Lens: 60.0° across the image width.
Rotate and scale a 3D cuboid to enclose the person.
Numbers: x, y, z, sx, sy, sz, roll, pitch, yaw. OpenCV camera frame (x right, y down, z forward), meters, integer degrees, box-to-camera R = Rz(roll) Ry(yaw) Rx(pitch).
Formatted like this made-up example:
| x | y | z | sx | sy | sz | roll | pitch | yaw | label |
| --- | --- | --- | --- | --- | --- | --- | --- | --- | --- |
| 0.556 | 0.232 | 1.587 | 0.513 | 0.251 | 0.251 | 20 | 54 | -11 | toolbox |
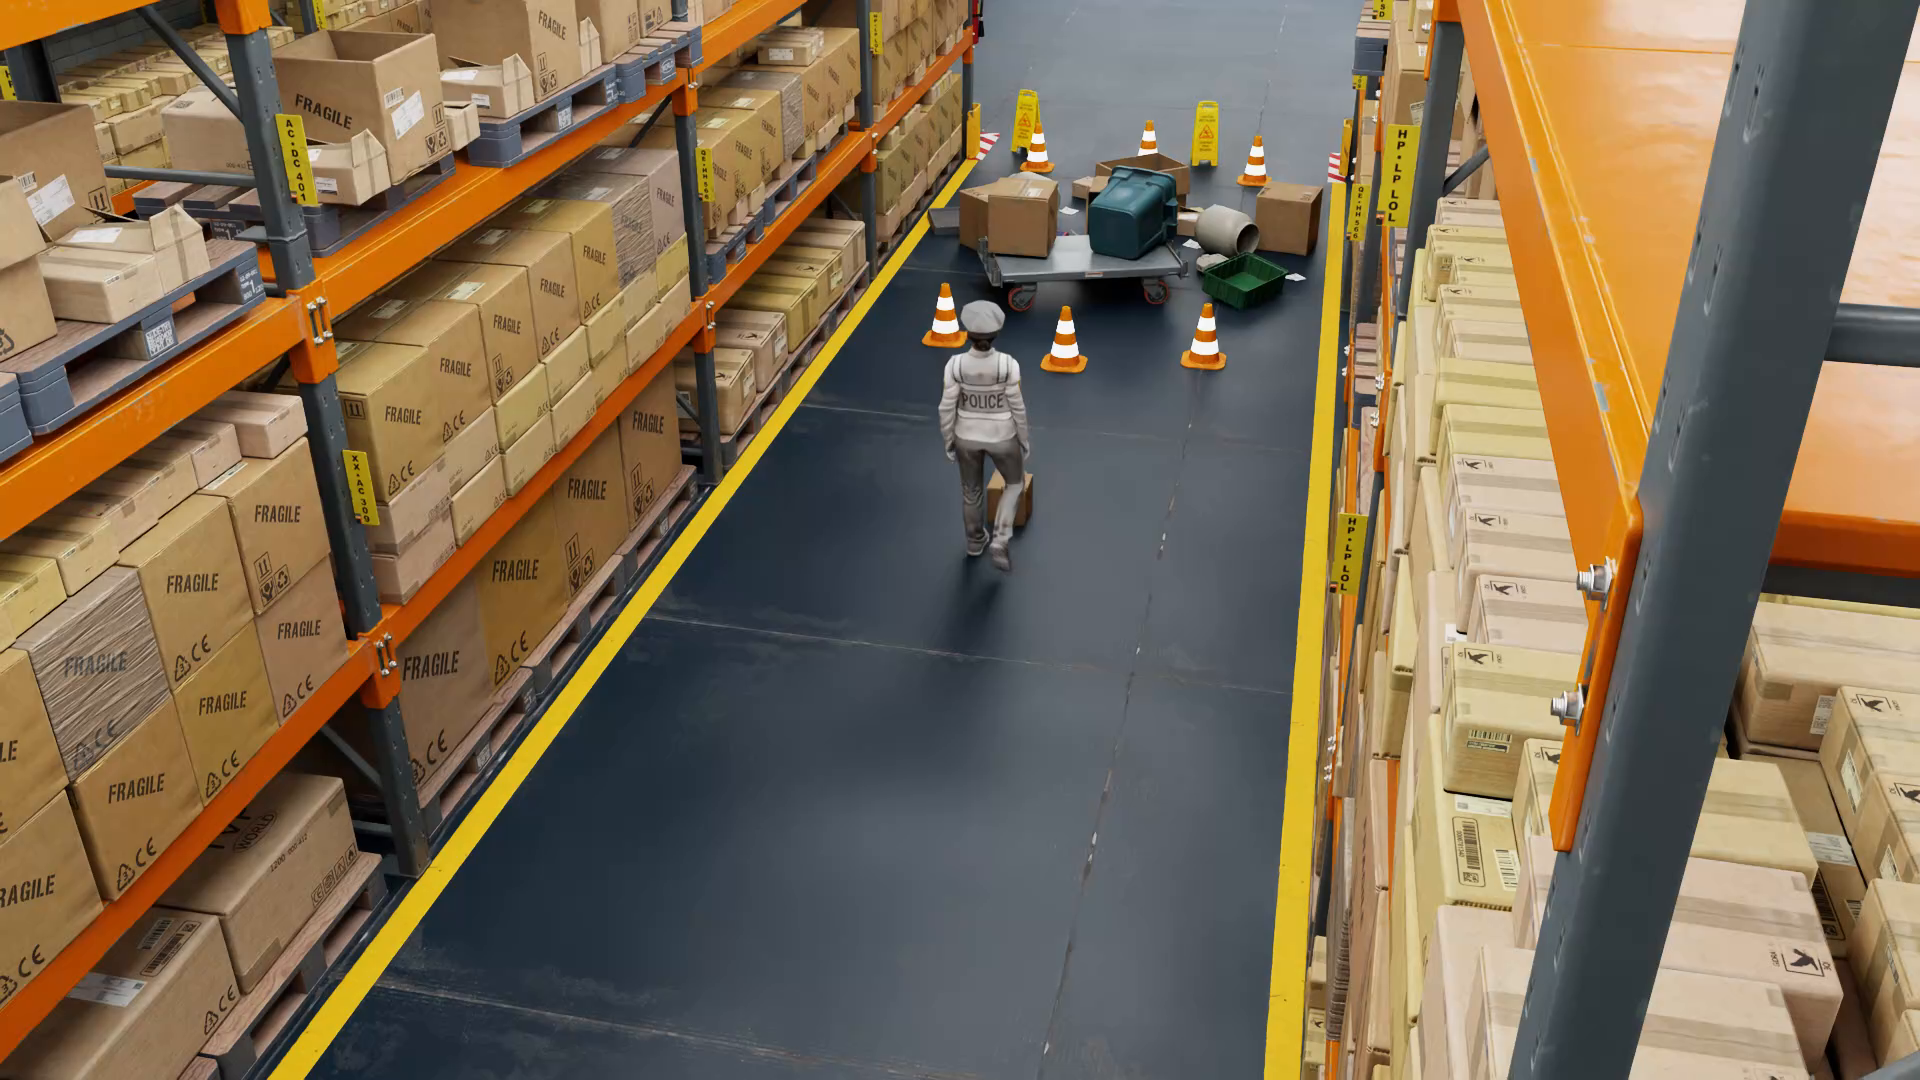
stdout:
| x | y | z | sx | sy | sz | roll | pitch | yaw | label |
| --- | --- | --- | --- | --- | --- | --- | --- | --- | --- |
| 0.147 | -0.605 | 9.625 | 0.521 | 1.675 | 0.643 | 4 | 29 | 7 | person |
